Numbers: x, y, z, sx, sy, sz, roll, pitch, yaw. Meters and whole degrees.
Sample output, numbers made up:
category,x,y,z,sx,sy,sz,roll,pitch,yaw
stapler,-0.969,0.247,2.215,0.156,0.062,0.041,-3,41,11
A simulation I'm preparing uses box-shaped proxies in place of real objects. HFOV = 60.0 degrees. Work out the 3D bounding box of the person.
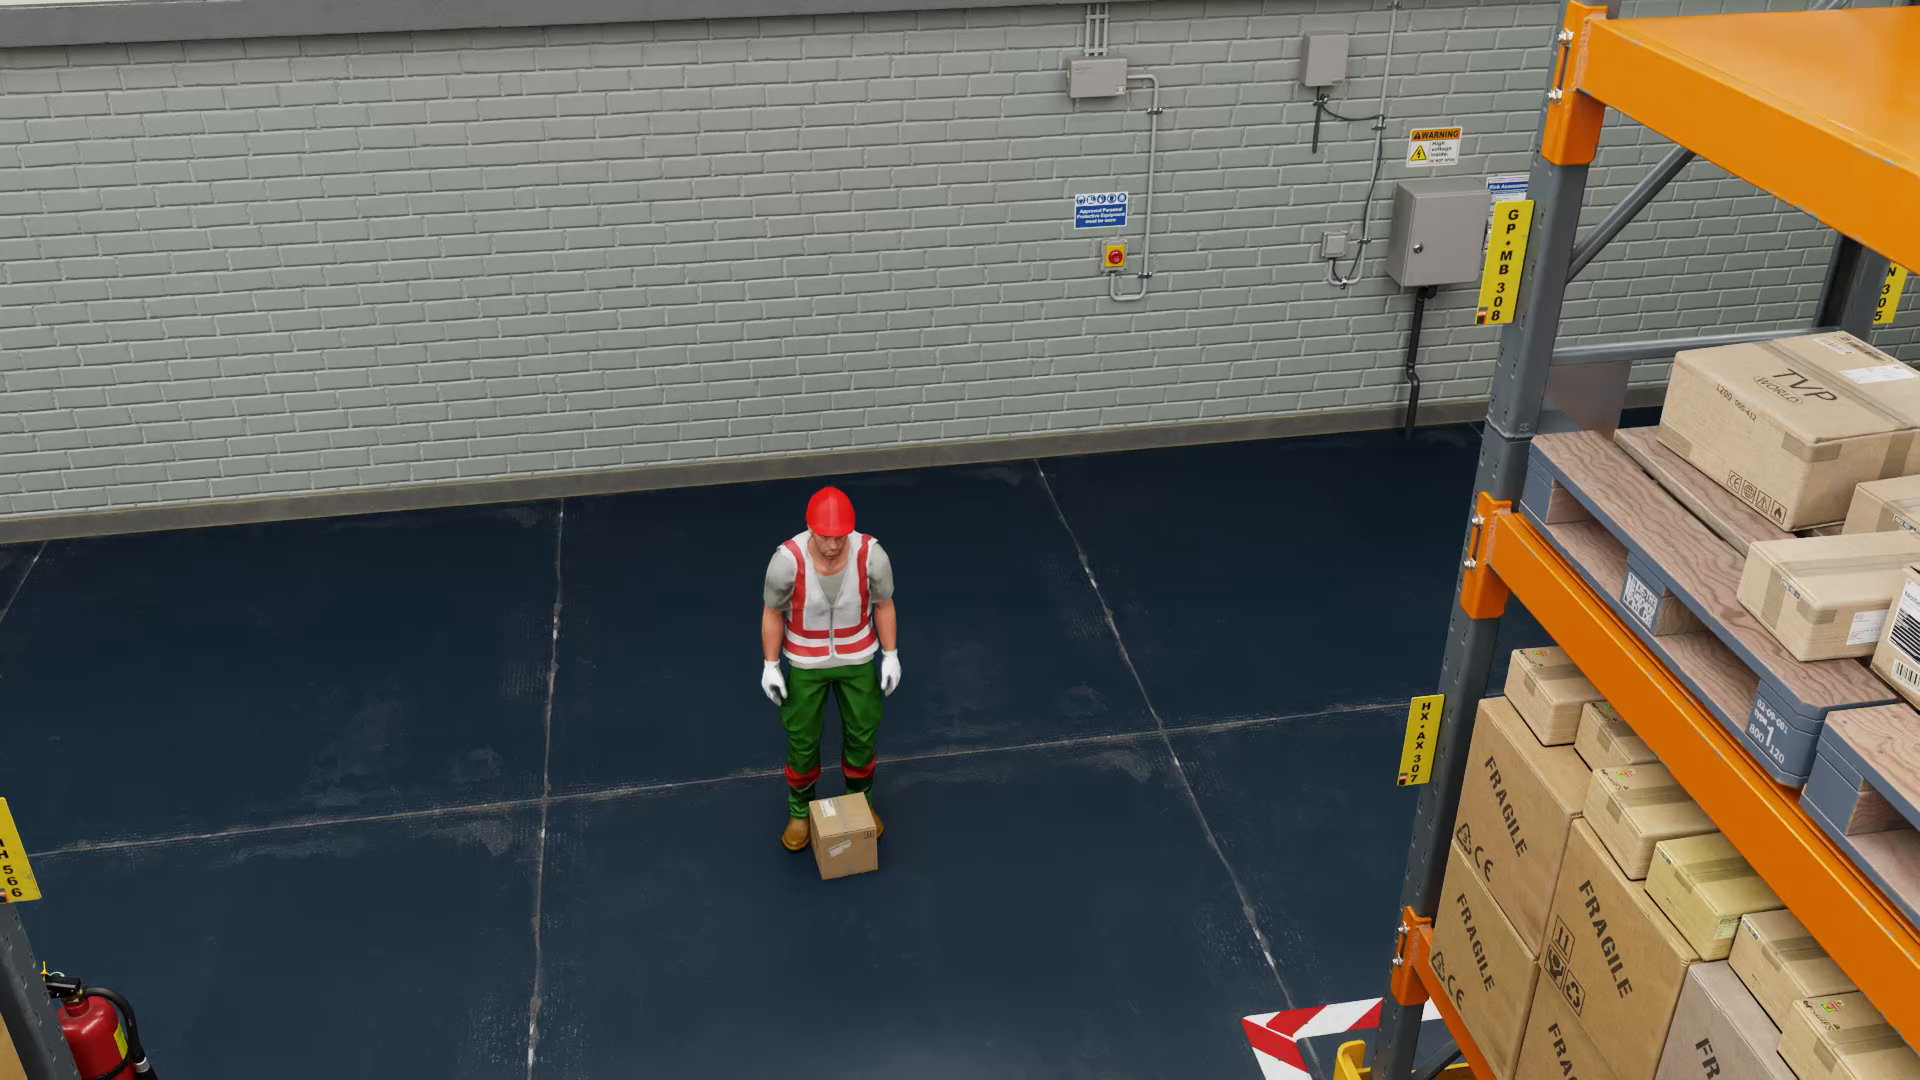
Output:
category,x,y,z,sx,sy,sz,roll,pitch,yaw
person,-0.558,0.541,7.202,0.610,1.779,0.448,-5,31,-9
